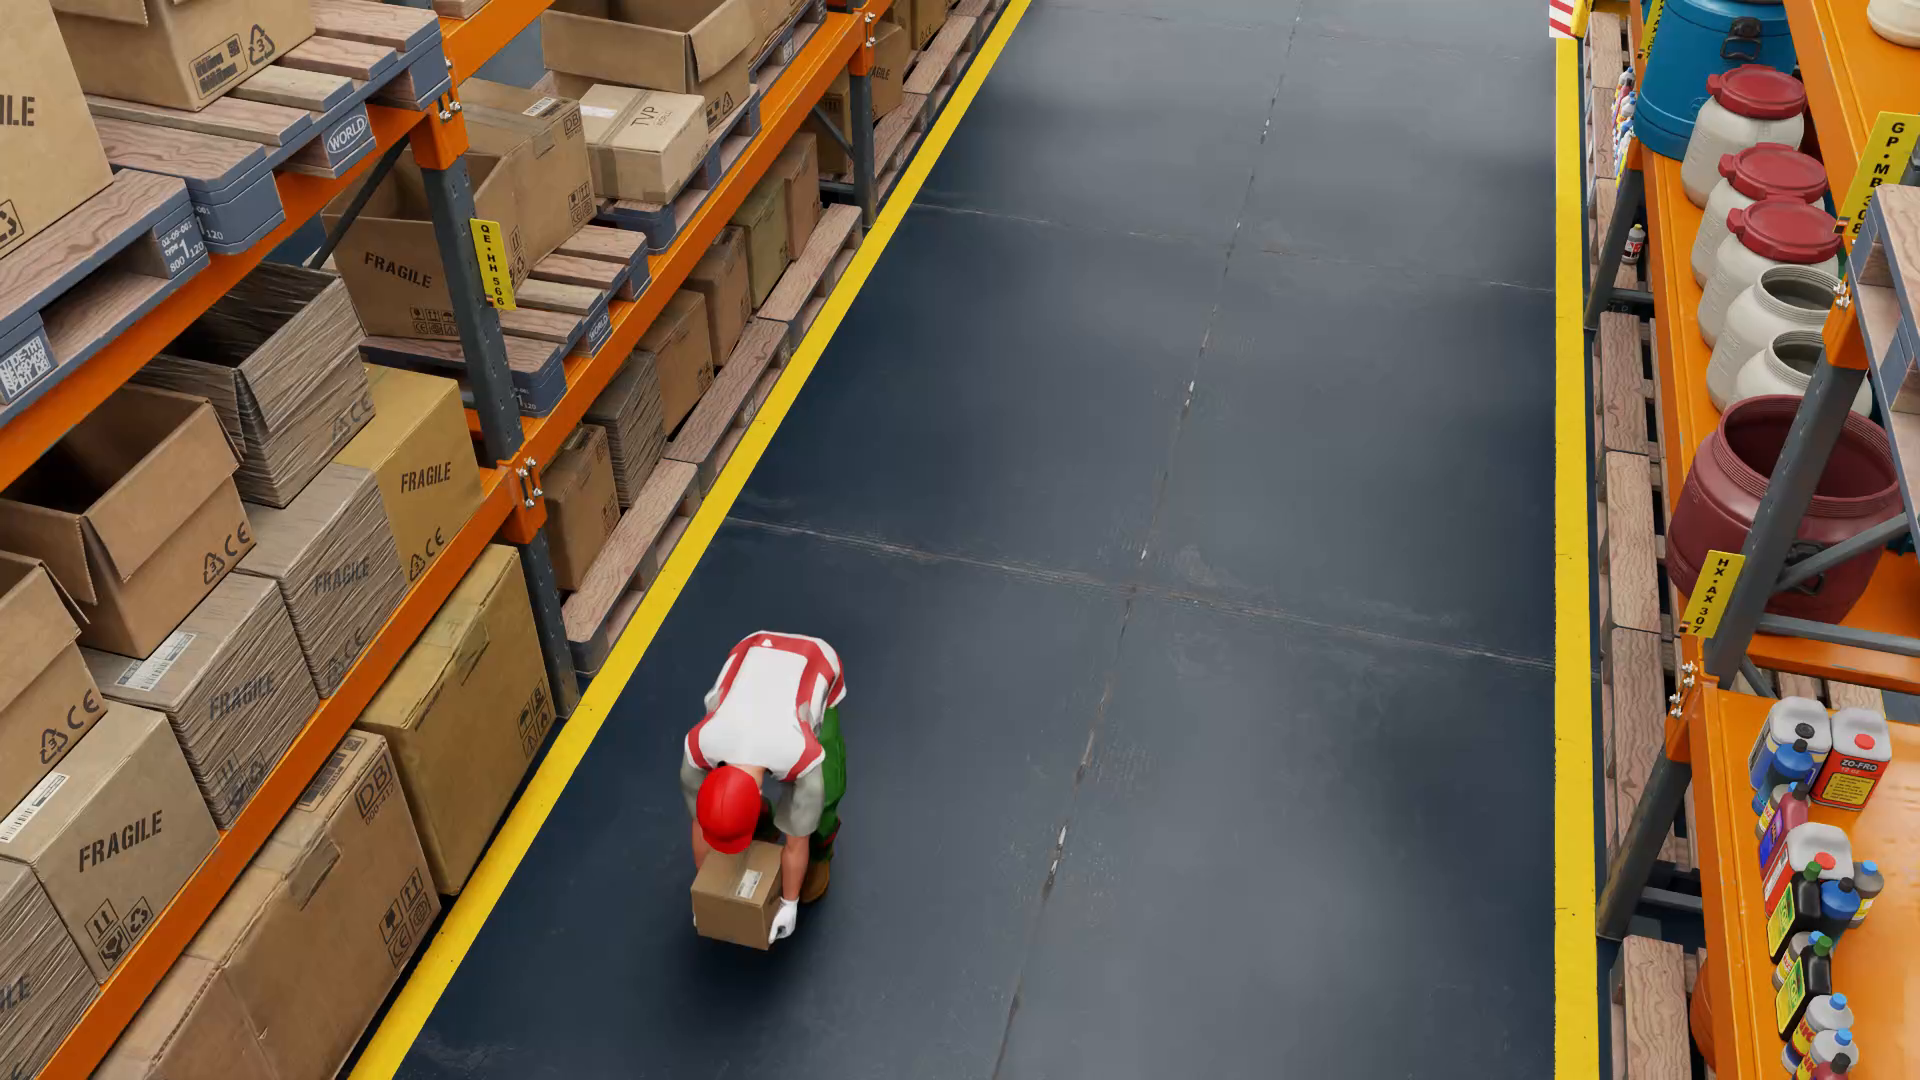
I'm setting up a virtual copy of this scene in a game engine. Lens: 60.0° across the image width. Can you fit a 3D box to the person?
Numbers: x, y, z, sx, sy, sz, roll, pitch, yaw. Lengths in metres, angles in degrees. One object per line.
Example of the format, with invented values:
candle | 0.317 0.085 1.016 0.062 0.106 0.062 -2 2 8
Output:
person | -0.664 0.888 5.679 0.522 1.039 0.958 8 41 9
